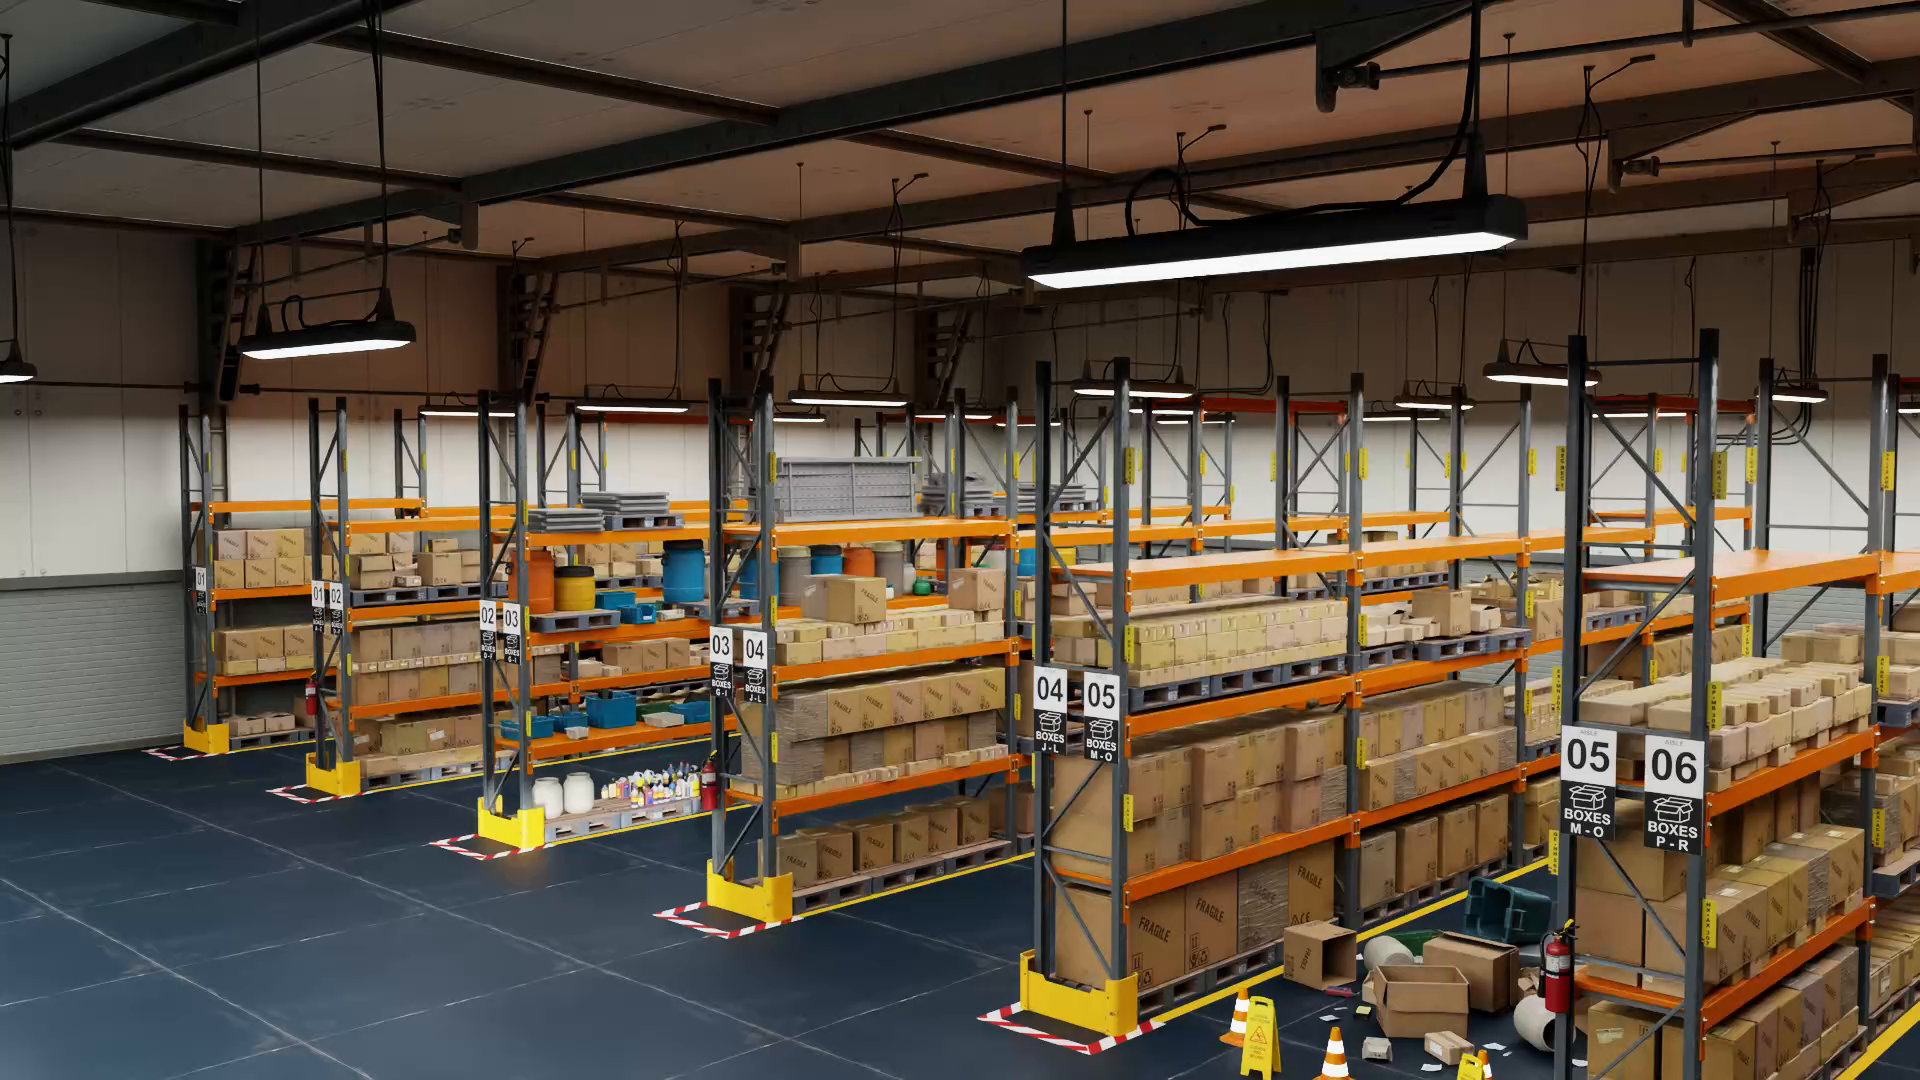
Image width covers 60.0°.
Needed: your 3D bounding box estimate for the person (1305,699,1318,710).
[{"bbox_3d":[4.990,3.086,23.886,0.378,1.646,0.533,1,3,25],"label":"person"}]
